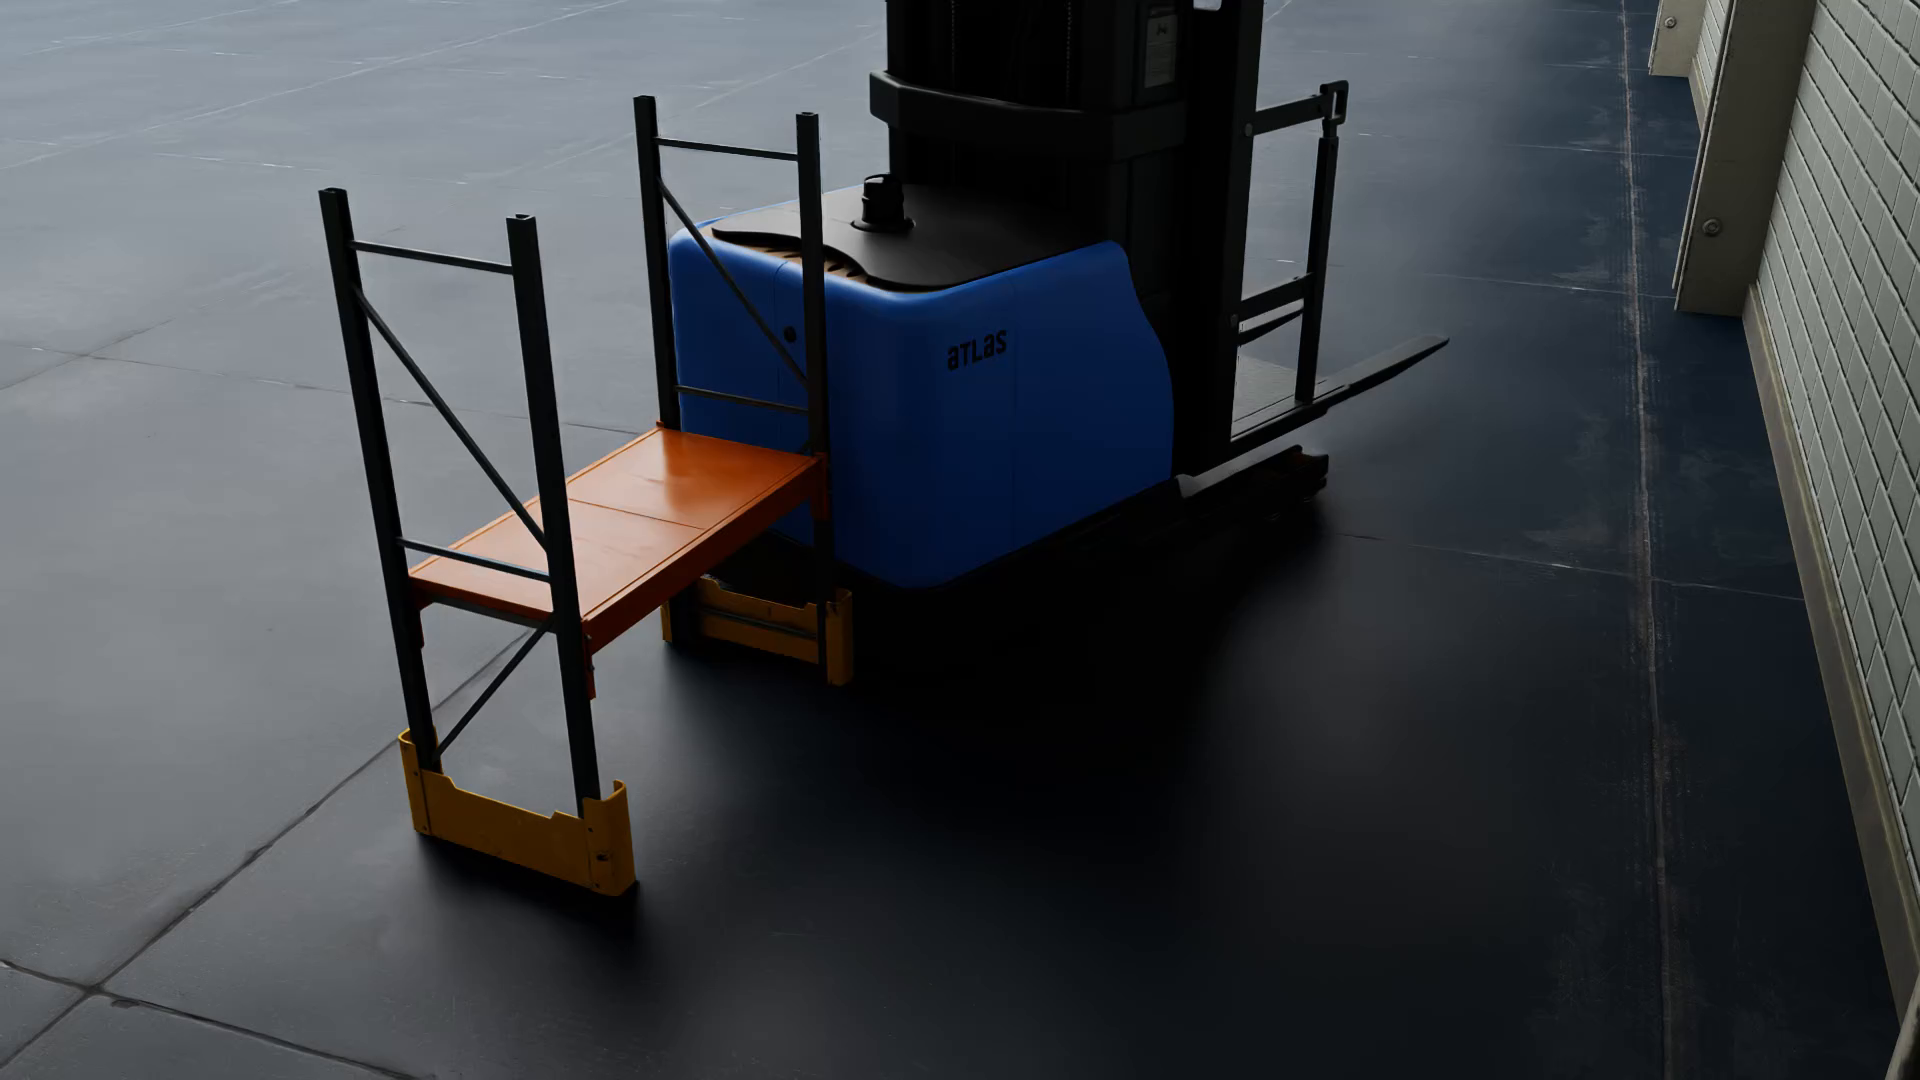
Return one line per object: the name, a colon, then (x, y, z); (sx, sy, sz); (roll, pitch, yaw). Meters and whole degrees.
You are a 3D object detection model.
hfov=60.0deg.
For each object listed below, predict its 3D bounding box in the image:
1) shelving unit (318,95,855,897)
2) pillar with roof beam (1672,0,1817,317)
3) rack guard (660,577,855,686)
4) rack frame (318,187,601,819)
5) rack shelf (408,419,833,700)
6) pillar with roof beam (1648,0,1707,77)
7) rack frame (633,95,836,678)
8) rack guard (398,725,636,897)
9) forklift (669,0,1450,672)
shelving unit: (-0.778, -0.159, 3.857); (0.587, 1.500, 1.083); (12, 28, 23)
pillar with roof beam: (-0.690, -5.747, 6.794); (9.100, 9.000, 0.400); (9, 27, 17)
rack guard: (-0.560, 0.209, 4.532); (0.587, 0.250, 0.087); (12, 28, 23)
rack frame: (-1.004, 0.044, 3.438); (0.500, 1.500, 0.032); (12, 28, 23)
rack shelf: (-0.782, 0.007, 3.928); (0.538, 0.185, 1.000); (12, 28, 23)
pillar with roof beam: (1.307, -8.213, 11.887); (9.100, 9.000, 0.400); (9, 27, 17)
rack frame: (-0.559, -0.354, 4.261); (0.500, 1.500, 0.032); (12, 28, 23)
rack guard: (-0.995, 0.599, 3.726); (0.587, 0.250, 0.087); (12, 28, 23)
forklift: (0.573, -1.519, 5.024); (1.130, 2.935, 3.031); (23, 34, 39)
